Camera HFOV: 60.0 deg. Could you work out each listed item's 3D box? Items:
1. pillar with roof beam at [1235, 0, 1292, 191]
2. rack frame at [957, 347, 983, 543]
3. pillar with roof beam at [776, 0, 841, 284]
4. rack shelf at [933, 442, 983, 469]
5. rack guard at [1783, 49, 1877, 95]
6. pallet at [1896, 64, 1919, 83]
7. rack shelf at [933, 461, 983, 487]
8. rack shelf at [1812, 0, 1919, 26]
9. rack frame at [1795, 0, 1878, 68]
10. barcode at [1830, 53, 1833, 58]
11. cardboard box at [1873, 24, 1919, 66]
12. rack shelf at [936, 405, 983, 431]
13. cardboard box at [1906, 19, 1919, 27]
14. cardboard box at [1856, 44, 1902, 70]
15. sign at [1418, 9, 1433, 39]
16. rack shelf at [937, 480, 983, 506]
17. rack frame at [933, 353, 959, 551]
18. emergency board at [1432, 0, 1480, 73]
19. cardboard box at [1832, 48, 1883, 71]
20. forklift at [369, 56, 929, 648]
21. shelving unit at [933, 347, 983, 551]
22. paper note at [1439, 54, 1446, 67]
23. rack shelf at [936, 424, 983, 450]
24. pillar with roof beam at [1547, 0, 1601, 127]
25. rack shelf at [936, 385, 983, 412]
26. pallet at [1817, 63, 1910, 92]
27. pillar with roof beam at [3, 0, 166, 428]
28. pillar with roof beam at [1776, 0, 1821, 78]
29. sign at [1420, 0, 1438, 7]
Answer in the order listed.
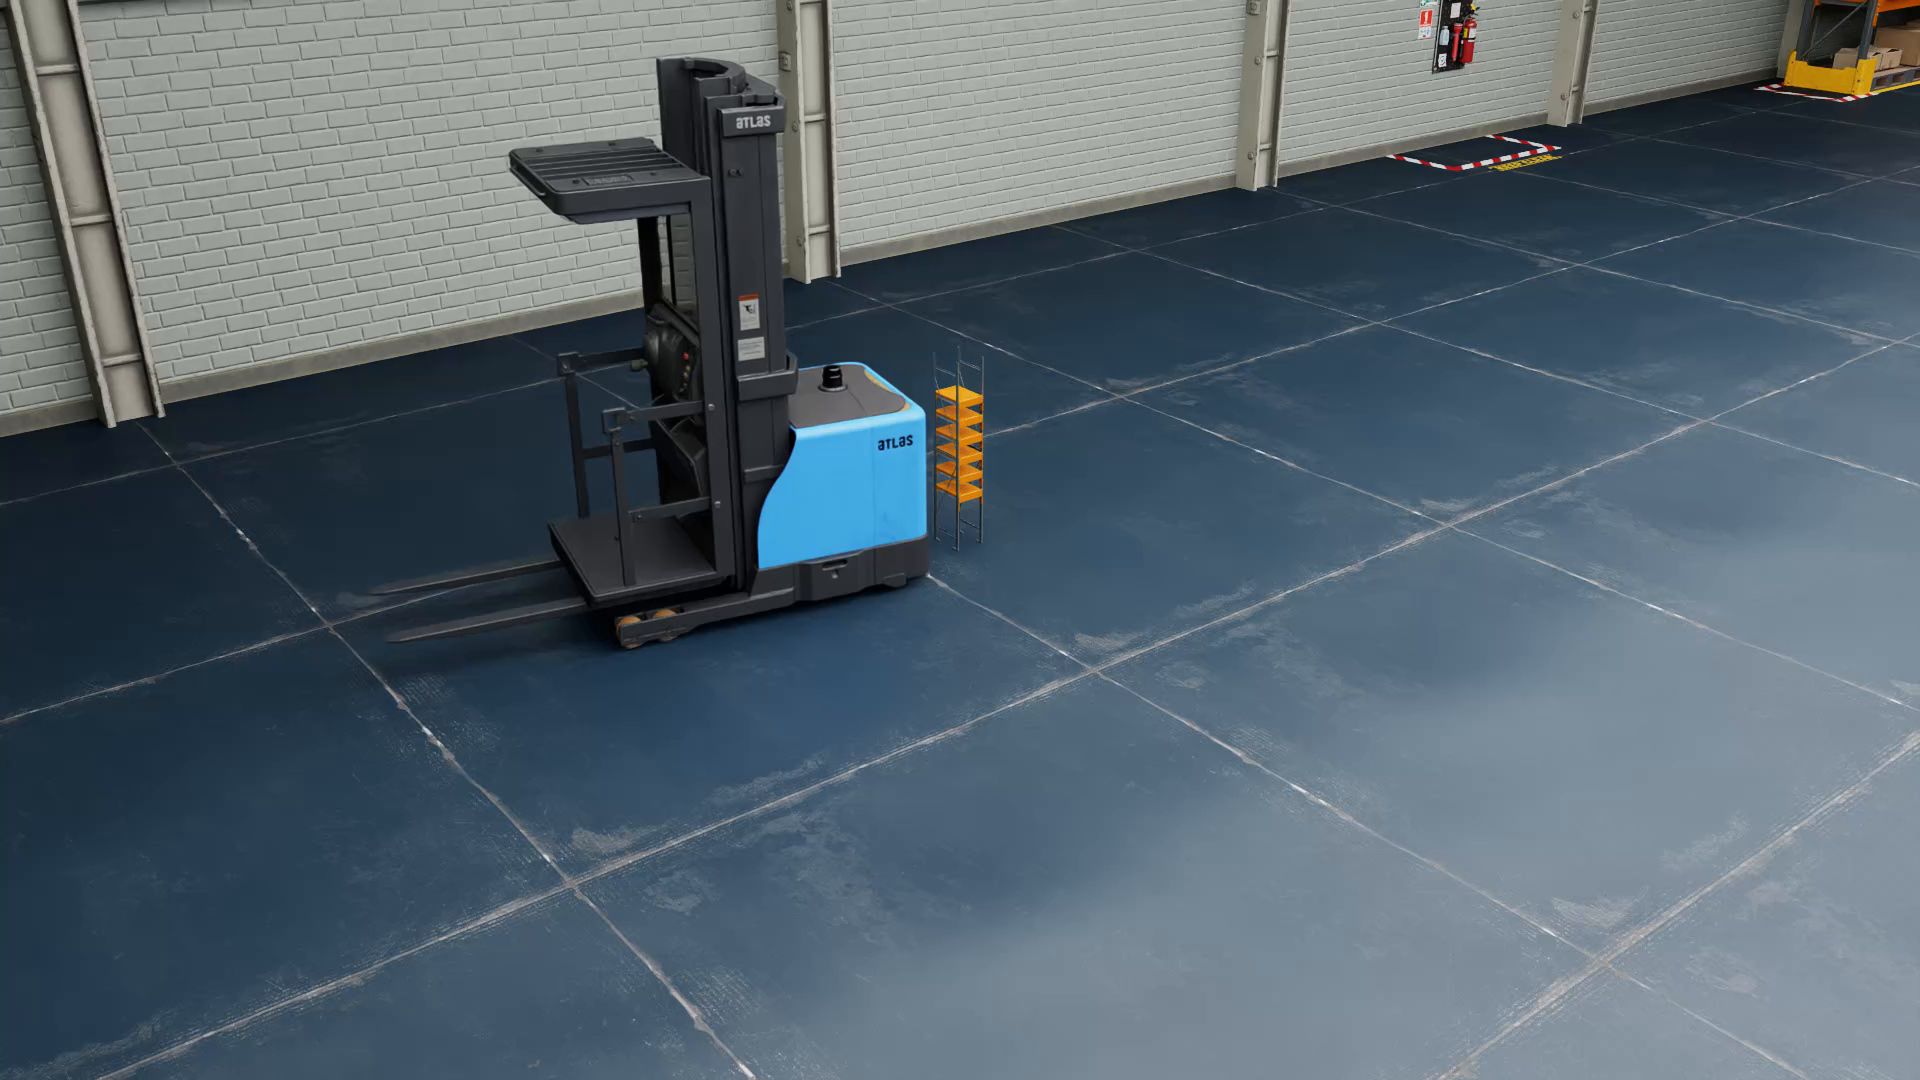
[{"bbox_3d":[6.017,-6.683,13.960,0.400,9.000,9.100,-18,31,-34],"label":"pillar with roof beam"},{"bbox_3d":[0.061,-0.564,10.041,0.006,1.200,0.240,-18,31,-34],"label":"rack frame"},{"bbox_3d":[1.296,-5.124,10.601,0.400,9.000,9.100,-18,31,-34],"label":"pillar with roof beam"},{"bbox_3d":[-0.011,-0.500,10.008,0.180,0.103,0.258,-18,31,-34],"label":"rack shelf"},{"bbox_3d":[12.846,-6.922,24.571,0.348,0.500,1.175,-18,31,-34],"label":"rack guard"},{"bbox_3d":[14.467,-7.306,25.741,1.213,0.211,1.003,-18,31,-34],"label":"pallet"},{"bbox_3d":[-0.011,-0.391,10.059,0.180,0.103,0.258,-18,31,-34],"label":"rack shelf"},{"bbox_3d":[14.360,-8.230,25.274,4.000,0.370,1.077,-18,31,-34],"label":"rack shelf"},{"bbox_3d":[12.787,-8.036,24.003,0.127,3.000,1.000,-18,31,-34],"label":"rack frame"},{"bbox_3d":[13.154,-7.308,25.093,0.075,0.075,0.001,-18,31,-34],"label":"barcode"},{"bbox_3d":[14.443,-7.574,25.453,0.500,0.500,0.700,-21,32,-37],"label":"cardboard box"},{"bbox_3d":[-0.011,-0.718,9.907,0.180,0.103,0.258,-18,31,-34],"label":"rack shelf"},{"bbox_3d":[15.142,-7.858,26.066,0.500,0.500,0.500,-21,32,-38],"label":"cardboard box"},{"bbox_3d":[13.835,-7.314,25.118,0.500,0.311,0.500,-15,29,-30],"label":"cardboard box"},{"bbox_3d":[5.615,-6.224,20.054,0.234,0.329,0.001,-18,31,-34],"label":"sign"},{"bbox_3d":[-0.011,-0.282,10.109,0.180,0.103,0.258,-18,31,-34],"label":"rack shelf"},{"bbox_3d":[-0.083,-0.517,9.938,0.006,1.200,0.240,-18,31,-34],"label":"rack frame"},{"bbox_3d":[6.114,-6.317,20.298,0.643,1.169,0.194,-18,31,-34],"label":"emergency board"},{"bbox_3d":[13.387,-7.166,24.799,0.500,0.311,0.500,-23,33,-40],"label":"cardboard box"},{"bbox_3d":[-1.736,-0.999,8.921,3.031,2.935,1.130,-11,27,-23],"label":"forklift"},{"bbox_3d":[-0.011,-0.540,9.989,0.189,1.200,0.258,-18,31,-34],"label":"shelving unit"},{"bbox_3d":[5.932,-5.894,20.433,0.142,0.148,0.016,-18,31,-34],"label":"paper note"},{"bbox_3d":[-0.011,-0.609,9.958,0.180,0.103,0.258,-18,31,-34],"label":"rack shelf"},{"bbox_3d":[10.739,-8.241,17.318,0.400,9.000,9.100,-18,31,-34],"label":"pillar with roof beam"},{"bbox_3d":[-0.011,-0.827,9.856,0.180,0.103,0.258,-18,31,-34],"label":"rack shelf"},{"bbox_3d":[13.507,-6.991,25.062,1.213,0.211,1.003,-18,31,-34],"label":"pallet"},{"bbox_3d":[-3.426,-3.565,7.243,0.400,9.000,9.100,-18,31,-34],"label":"pillar with roof beam"},{"bbox_3d":[15.460,-9.800,20.676,0.400,9.000,9.100,-18,31,-34],"label":"pillar with roof beam"},{"bbox_3d":[5.624,-6.462,19.939,0.331,0.109,0.001,-18,31,-34],"label":"sign"}]
